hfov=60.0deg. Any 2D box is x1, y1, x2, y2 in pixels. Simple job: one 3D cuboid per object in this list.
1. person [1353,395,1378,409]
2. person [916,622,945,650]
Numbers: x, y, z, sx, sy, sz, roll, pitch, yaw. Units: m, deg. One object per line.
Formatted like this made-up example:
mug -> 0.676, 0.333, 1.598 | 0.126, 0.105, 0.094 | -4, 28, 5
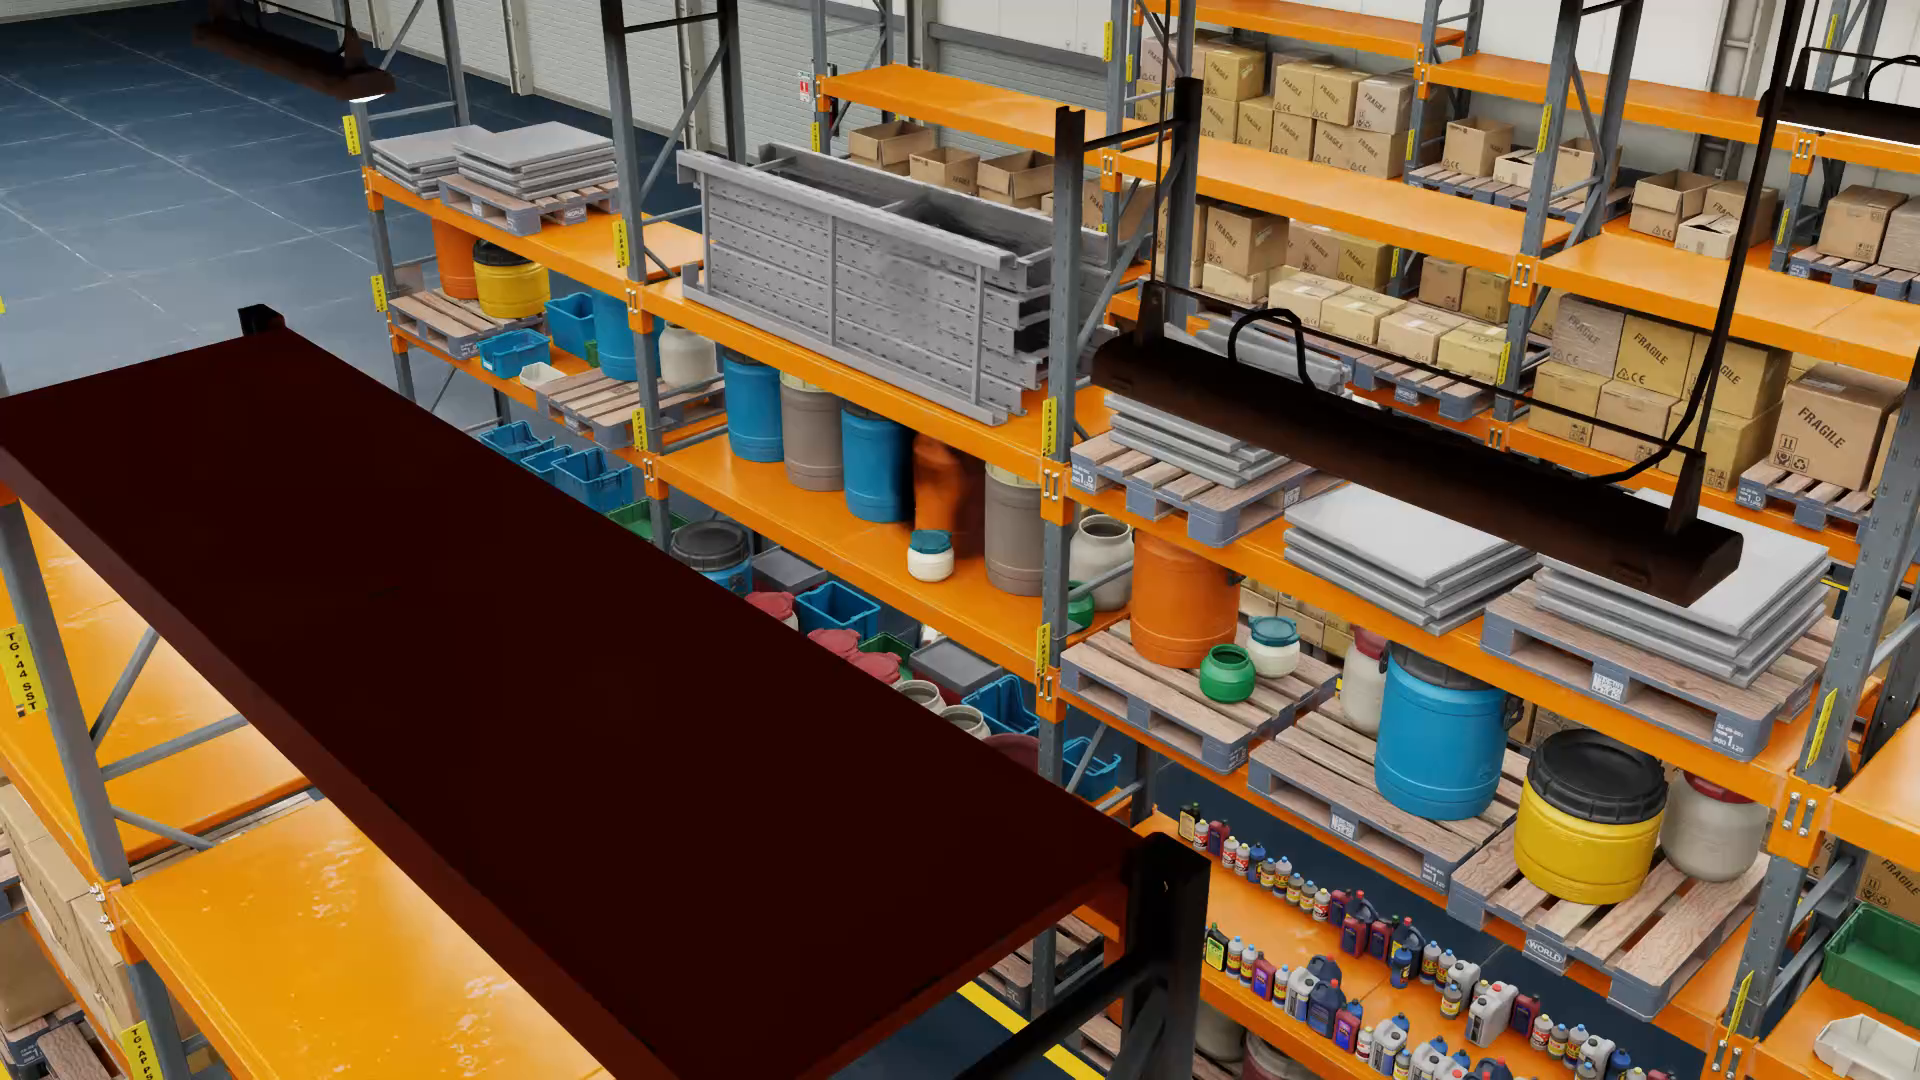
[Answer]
person -> 4.036, -0.869, 16.812 | 0.878, 1.595, 0.742 | 11, 30, 19
person -> -0.157, 1.011, 13.210 | 0.602, 1.643, 0.734 | -17, 33, -29
